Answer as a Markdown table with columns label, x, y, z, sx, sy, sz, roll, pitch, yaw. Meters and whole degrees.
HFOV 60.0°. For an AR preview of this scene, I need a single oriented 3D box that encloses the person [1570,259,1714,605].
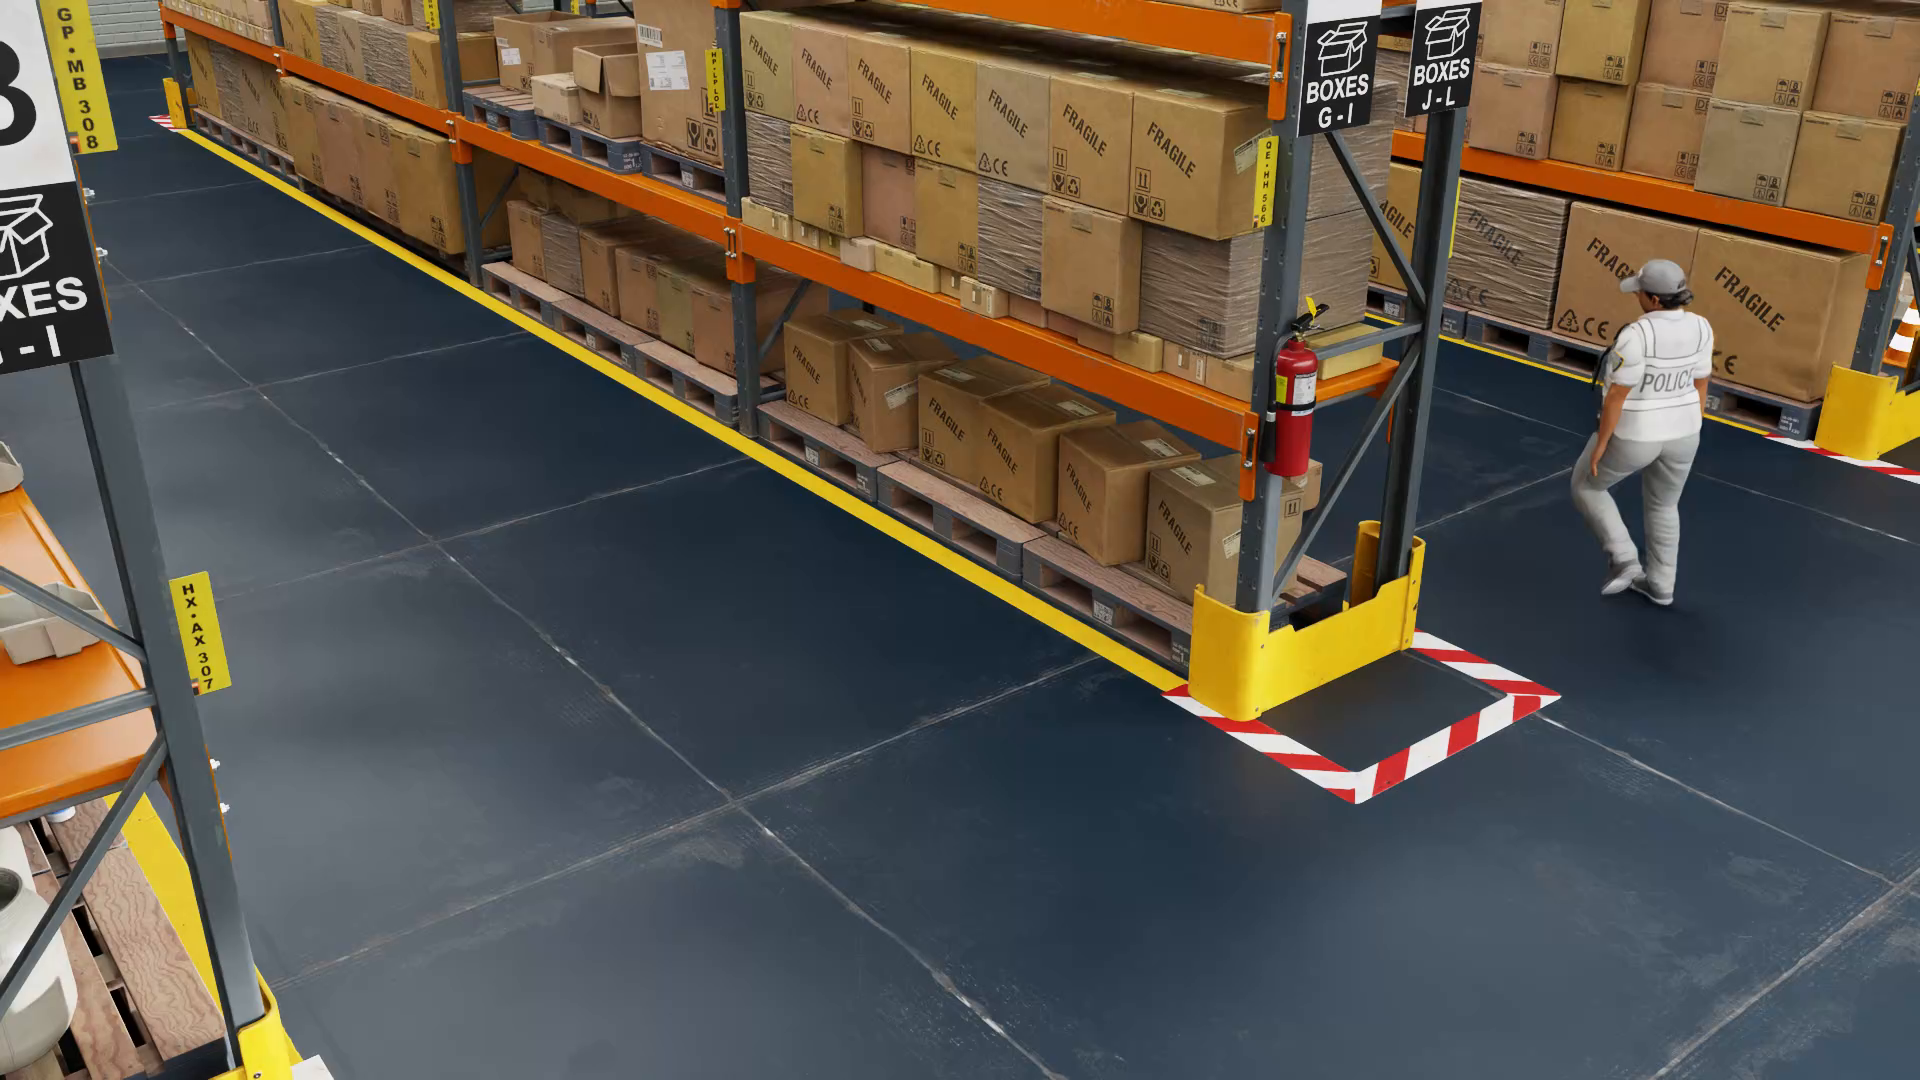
| label | x | y | z | sx | sy | sz | roll | pitch | yaw |
| --- | --- | --- | --- | --- | --- | --- | --- | --- | --- |
| person | 3.119 | -0.491 | 7.624 | 0.541 | 1.646 | 0.462 | -4 | 25 | -8 |
